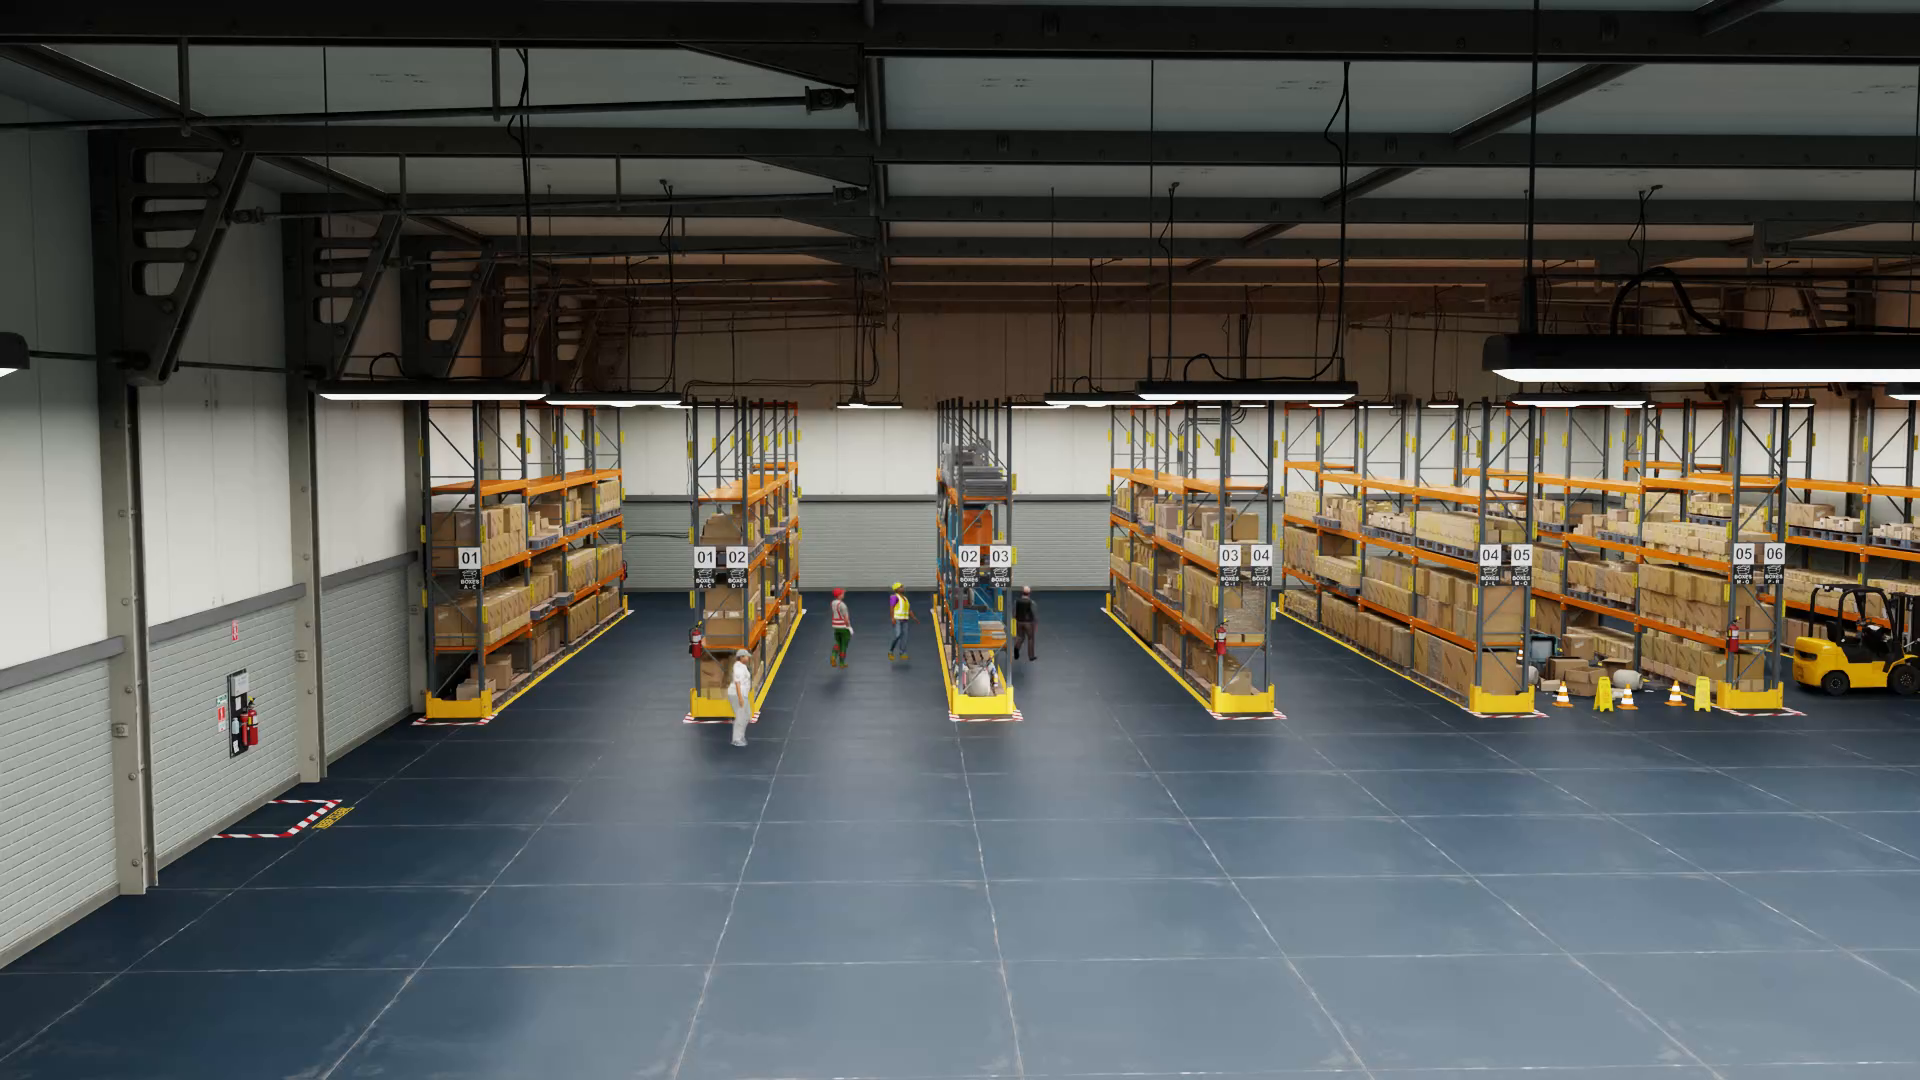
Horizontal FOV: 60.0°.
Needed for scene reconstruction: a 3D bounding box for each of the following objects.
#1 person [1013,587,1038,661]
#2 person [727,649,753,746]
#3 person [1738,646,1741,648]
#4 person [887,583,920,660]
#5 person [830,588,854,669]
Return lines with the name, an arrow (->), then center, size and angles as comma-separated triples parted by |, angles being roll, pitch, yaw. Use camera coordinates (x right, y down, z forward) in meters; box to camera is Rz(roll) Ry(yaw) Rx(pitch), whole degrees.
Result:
person -> 1.487, 1.892, 37.712 | 0.582, 1.696, 0.704 | 3, 5, 36
person -> -3.785, 2.724, 28.612 | 0.447, 1.715, 0.596 | 0, 4, 0
person -> 17.595, 1.912, 37.720 | 0.617, 1.822, 0.536 | -1, 4, -11
person -> -1.346, 1.867, 38.052 | 0.599, 1.759, 0.697 | 4, 6, 41
person -> -2.619, 1.937, 36.551 | 0.568, 1.776, 0.497 | 3, 5, 35
